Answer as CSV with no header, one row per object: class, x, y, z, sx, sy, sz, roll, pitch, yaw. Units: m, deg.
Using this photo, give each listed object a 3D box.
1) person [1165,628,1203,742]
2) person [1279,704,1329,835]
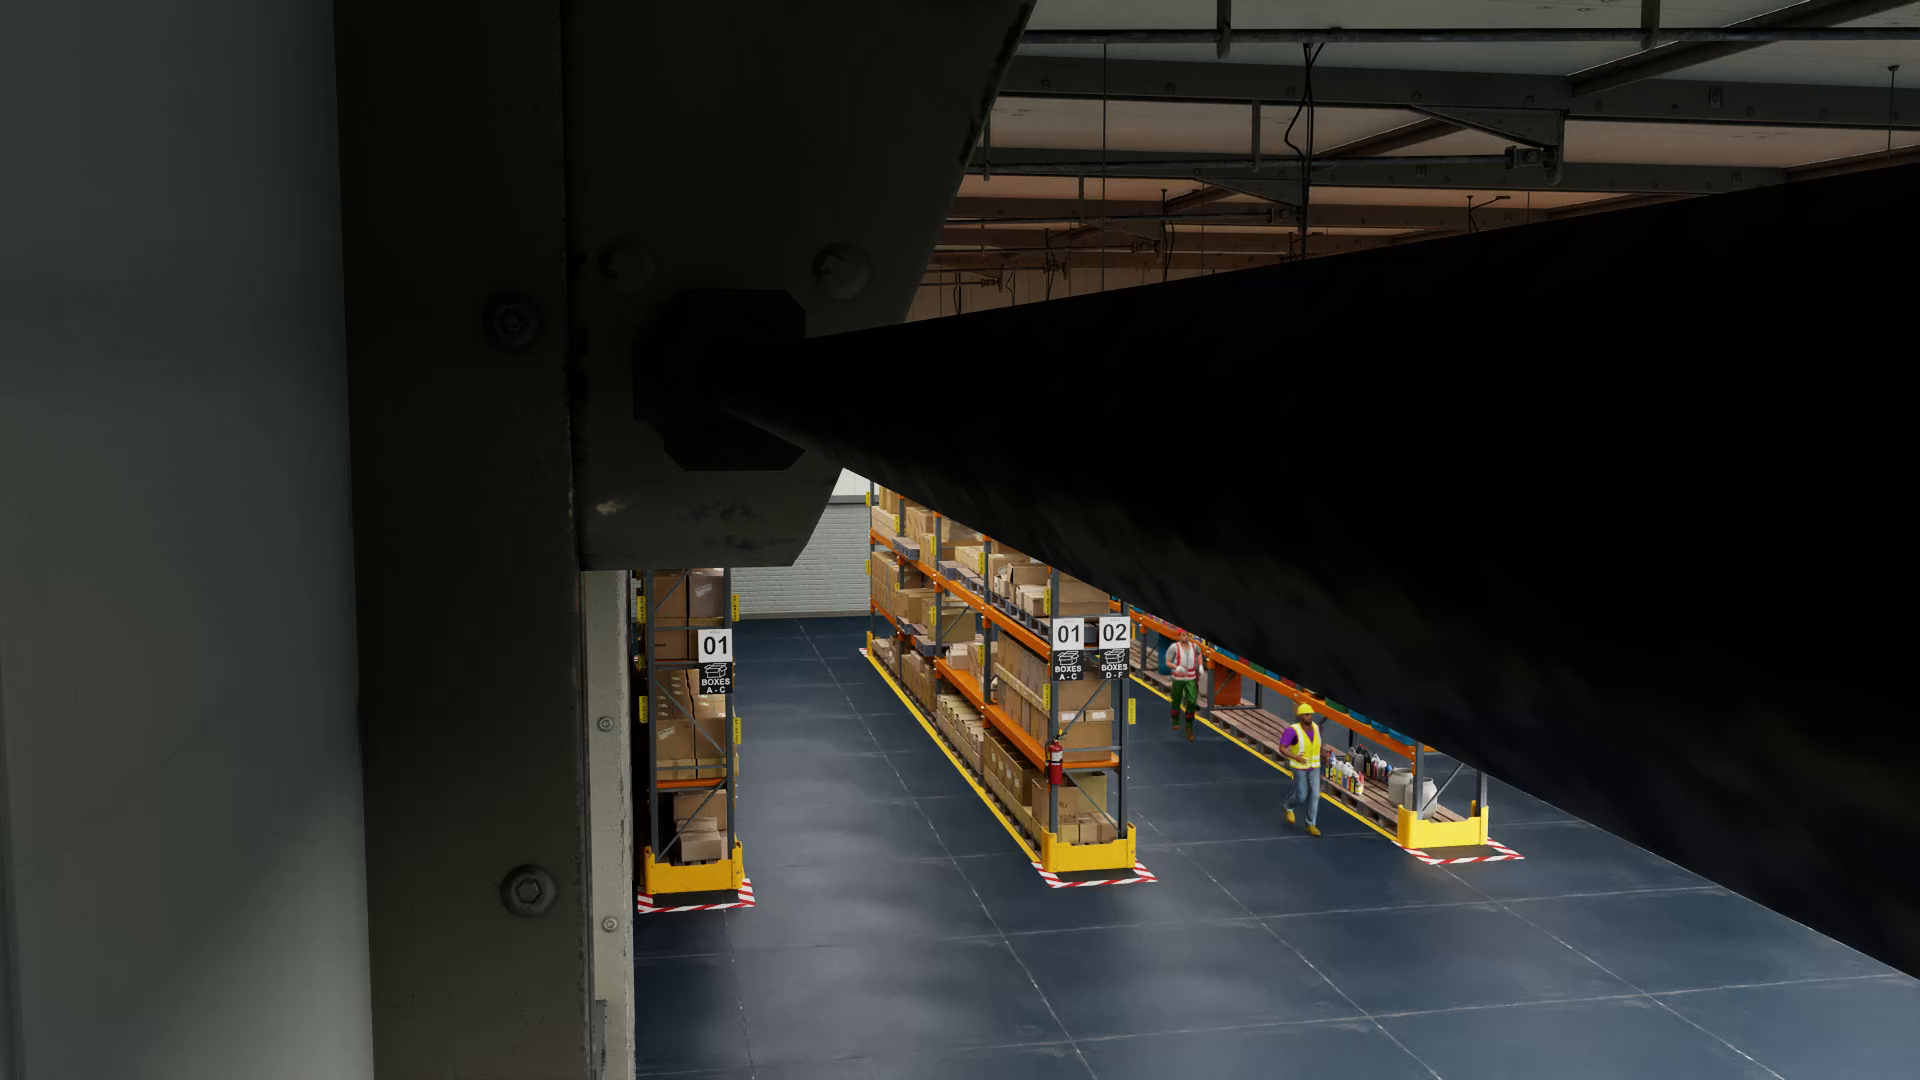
person,3.681,2.348,27.192,0.687,1.900,0.724,-1,6,-8
person,4.689,3.095,22.673,0.730,1.746,0.758,-2,6,-20
